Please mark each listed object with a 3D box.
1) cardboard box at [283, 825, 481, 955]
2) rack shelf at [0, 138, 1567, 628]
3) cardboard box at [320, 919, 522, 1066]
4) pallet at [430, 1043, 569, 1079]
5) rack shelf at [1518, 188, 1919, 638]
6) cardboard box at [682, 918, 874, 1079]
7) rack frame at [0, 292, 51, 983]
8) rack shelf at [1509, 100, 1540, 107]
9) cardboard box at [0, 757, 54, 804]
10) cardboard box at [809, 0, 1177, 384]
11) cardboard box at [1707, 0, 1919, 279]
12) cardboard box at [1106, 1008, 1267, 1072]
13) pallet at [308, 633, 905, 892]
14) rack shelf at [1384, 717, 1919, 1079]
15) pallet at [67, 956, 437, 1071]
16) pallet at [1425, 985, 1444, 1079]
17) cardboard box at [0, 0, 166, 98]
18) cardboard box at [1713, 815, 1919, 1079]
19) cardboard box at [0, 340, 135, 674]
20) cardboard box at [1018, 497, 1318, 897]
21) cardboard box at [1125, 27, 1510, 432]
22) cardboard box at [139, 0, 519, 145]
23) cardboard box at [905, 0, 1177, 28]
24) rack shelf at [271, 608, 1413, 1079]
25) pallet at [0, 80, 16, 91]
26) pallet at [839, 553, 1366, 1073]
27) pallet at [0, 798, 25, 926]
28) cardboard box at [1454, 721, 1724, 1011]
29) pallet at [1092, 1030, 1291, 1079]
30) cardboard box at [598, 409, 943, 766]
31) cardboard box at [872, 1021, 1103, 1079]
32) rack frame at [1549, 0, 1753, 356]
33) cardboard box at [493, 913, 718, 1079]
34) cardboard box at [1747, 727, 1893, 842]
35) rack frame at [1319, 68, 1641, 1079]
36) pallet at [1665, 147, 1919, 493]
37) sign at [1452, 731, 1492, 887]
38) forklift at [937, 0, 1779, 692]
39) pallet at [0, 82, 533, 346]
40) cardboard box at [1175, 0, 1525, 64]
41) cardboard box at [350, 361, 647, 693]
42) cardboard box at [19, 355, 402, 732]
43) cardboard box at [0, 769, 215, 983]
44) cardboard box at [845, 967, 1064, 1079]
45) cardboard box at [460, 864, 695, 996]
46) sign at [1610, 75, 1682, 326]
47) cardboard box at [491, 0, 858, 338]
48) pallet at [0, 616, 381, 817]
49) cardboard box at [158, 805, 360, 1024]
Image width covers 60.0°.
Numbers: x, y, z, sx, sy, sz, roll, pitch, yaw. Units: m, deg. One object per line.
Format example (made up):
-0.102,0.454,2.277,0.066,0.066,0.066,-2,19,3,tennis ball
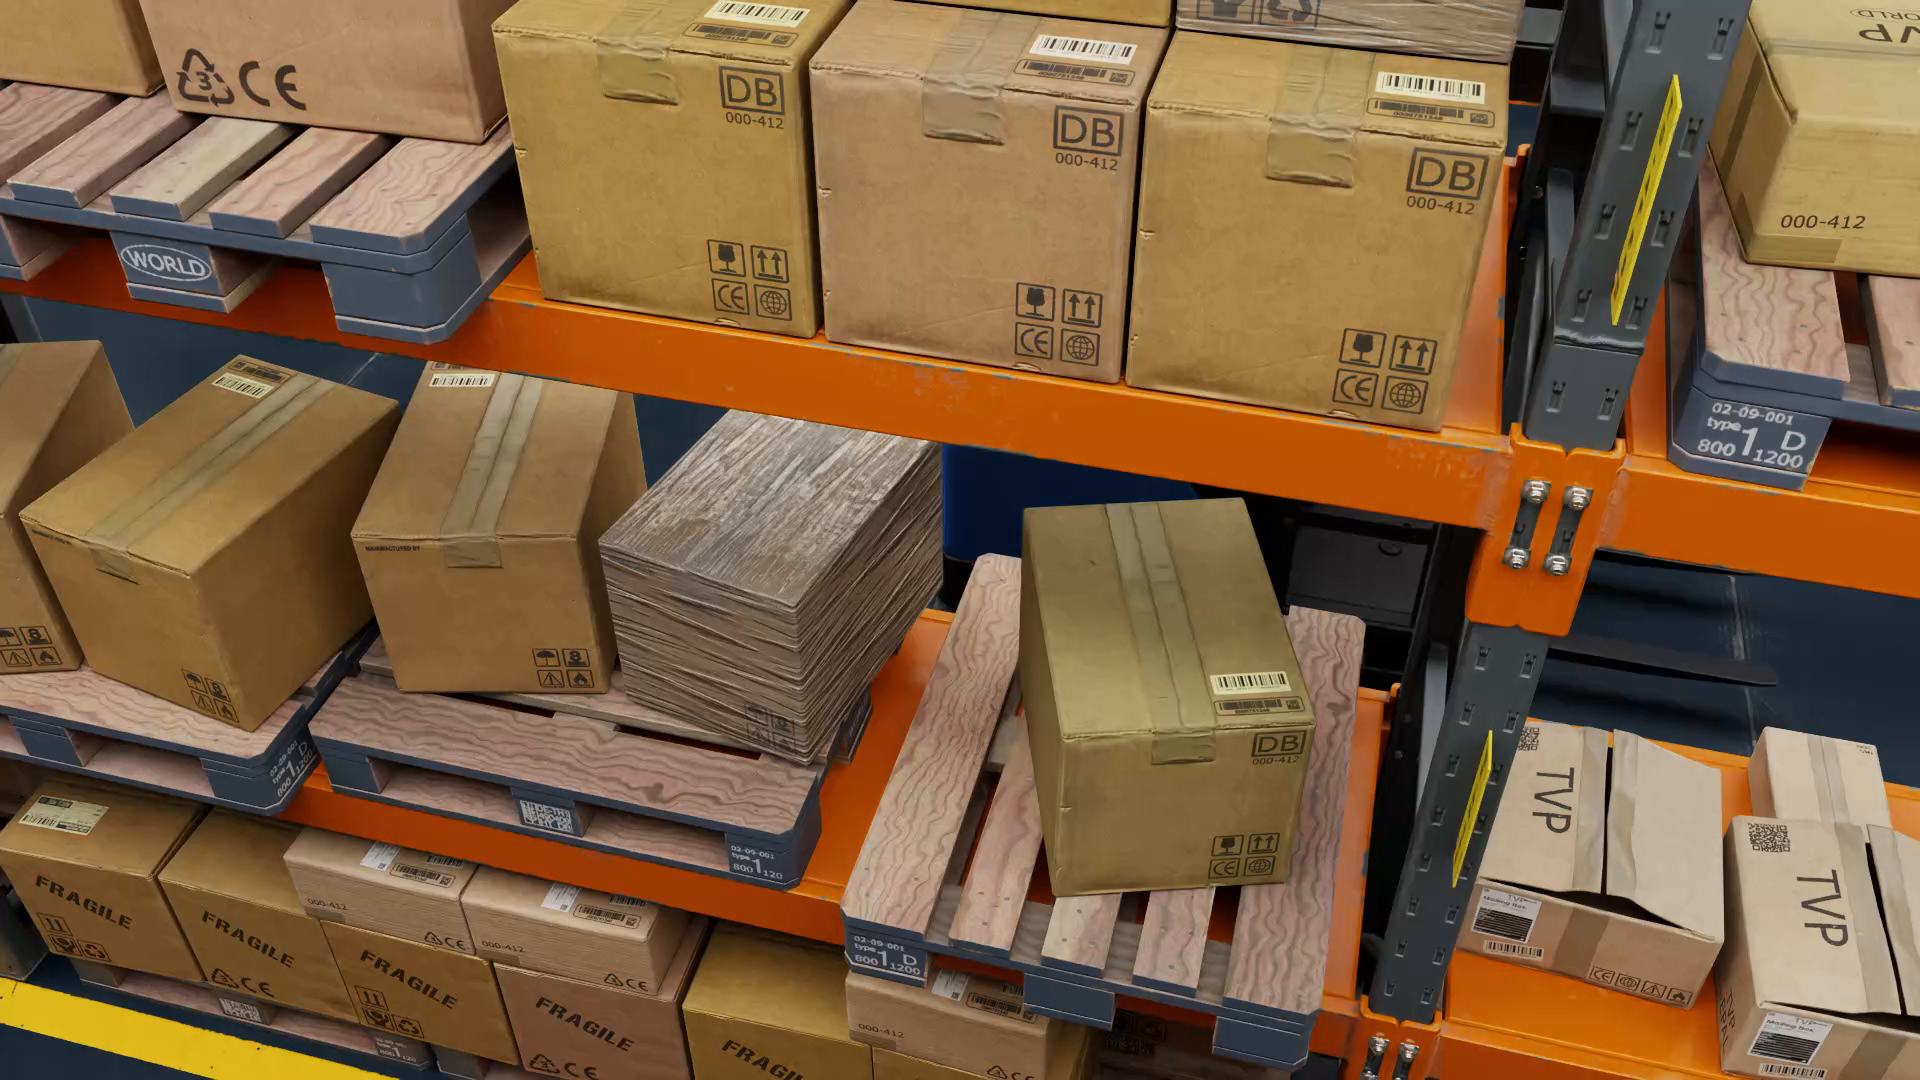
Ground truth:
-1.440,0.796,4.488,0.500,0.250,0.500,10,41,12,cardboard box
-0.878,-0.644,3.412,4.000,0.370,1.077,10,41,11,rack shelf
-1.407,1.086,4.726,0.500,0.500,0.500,10,41,12,cardboard box
-0.832,1.277,5.065,1.213,0.211,1.003,10,41,11,pallet
2.986,0.021,2.620,4.000,0.370,1.077,10,41,11,rack shelf
-0.410,1.254,4.526,0.500,0.500,0.500,8,41,10,cardboard box
-2.810,-0.104,4.541,0.127,3.000,1.000,10,41,11,rack frame
4.270,-1.907,7.248,4.000,0.370,1.077,10,41,11,rack shelf
-3.159,0.553,5.507,0.500,0.311,0.500,10,41,11,cardboard box
0.131,-0.762,2.915,0.500,0.500,0.910,10,41,11,cardboard box
1.507,-0.650,2.650,0.500,0.250,0.500,7,41,8,cardboard box
0.688,1.097,4.713,0.500,0.500,0.500,11,41,13,cardboard box
-0.826,0.314,4.193,1.213,0.211,1.003,10,41,11,pallet
2.986,1.169,3.585,4.000,0.370,1.077,10,41,11,rack shelf
-2.014,1.076,5.305,1.213,0.211,1.003,10,41,11,pallet
1.839,1.790,4.454,1.213,0.211,1.003,10,41,11,pallet
-1.691,-1.263,3.107,0.600,0.600,0.600,9,41,11,cardboard box
1.868,0.864,3.458,0.500,0.311,0.500,9,41,11,cardboard box
-2.410,-0.085,4.115,0.500,0.500,0.700,-3,40,-3,cardboard box
0.417,0.327,3.623,0.500,0.500,0.700,-3,40,-3,cardboard box
0.624,-0.677,2.814,0.500,0.500,0.910,10,41,11,cardboard box
-1.053,-1.140,2.961,0.600,0.600,0.600,8,41,10,cardboard box
0.142,-1.170,2.623,0.500,0.500,0.500,10,41,11,cardboard box
-0.878,0.504,4.377,4.000,0.370,1.077,10,41,11,rack shelf
-2.198,-1.028,3.456,1.003,0.211,1.213,10,41,11,pallet
0.381,0.566,3.893,1.003,0.211,1.213,10,41,11,pallet
-3.473,0.849,5.575,1.213,0.211,1.003,10,41,11,pallet
1.394,0.683,3.674,0.500,0.311,0.500,12,42,14,cardboard box
0.343,1.481,4.822,1.213,0.211,1.003,10,41,11,pallet
-0.417,0.057,3.946,0.500,0.500,0.700,17,43,20,cardboard box
0.090,1.340,4.423,0.500,0.500,0.500,11,41,13,cardboard box
1.054,-1.736,1.820,0.127,3.000,1.000,10,41,11,rack frame
-0.918,1.171,4.625,0.500,0.500,0.500,8,41,10,cardboard box
1.994,0.635,3.856,0.250,0.149,0.380,10,41,11,cardboard box
1.054,0.561,3.749,0.127,3.000,1.000,10,41,11,rack frame
1.733,-0.458,2.777,1.003,0.211,1.213,12,41,13,pallet
0.923,0.487,2.999,0.005,0.325,0.100,10,41,11,sign
1.480,-0.904,5.547,3.031,2.935,1.130,10,41,11,forklift
-1.195,-0.858,3.253,1.003,0.211,1.213,10,41,11,pallet
0.634,-1.085,2.522,0.500,0.500,0.500,10,41,11,cardboard box
-1.087,-0.047,4.070,0.500,0.500,0.700,0,40,0,cardboard box
-1.729,-0.010,4.025,0.500,0.500,0.700,16,43,18,cardboard box
-2.406,0.917,4.928,0.500,0.500,0.500,8,41,9,cardboard box
0.035,1.046,4.190,0.500,0.250,0.500,11,41,13,cardboard box
-0.955,0.879,4.390,0.500,0.250,0.500,9,41,11,cardboard box
0.912,-0.449,2.217,0.005,0.325,0.100,10,41,11,sign
-0.371,-0.849,3.018,0.500,0.500,0.910,10,41,11,cardboard box
-2.066,0.170,4.364,1.213,0.211,1.003,10,41,11,pallet
-1.887,0.999,4.830,0.500,0.500,0.500,10,41,12,cardboard box
